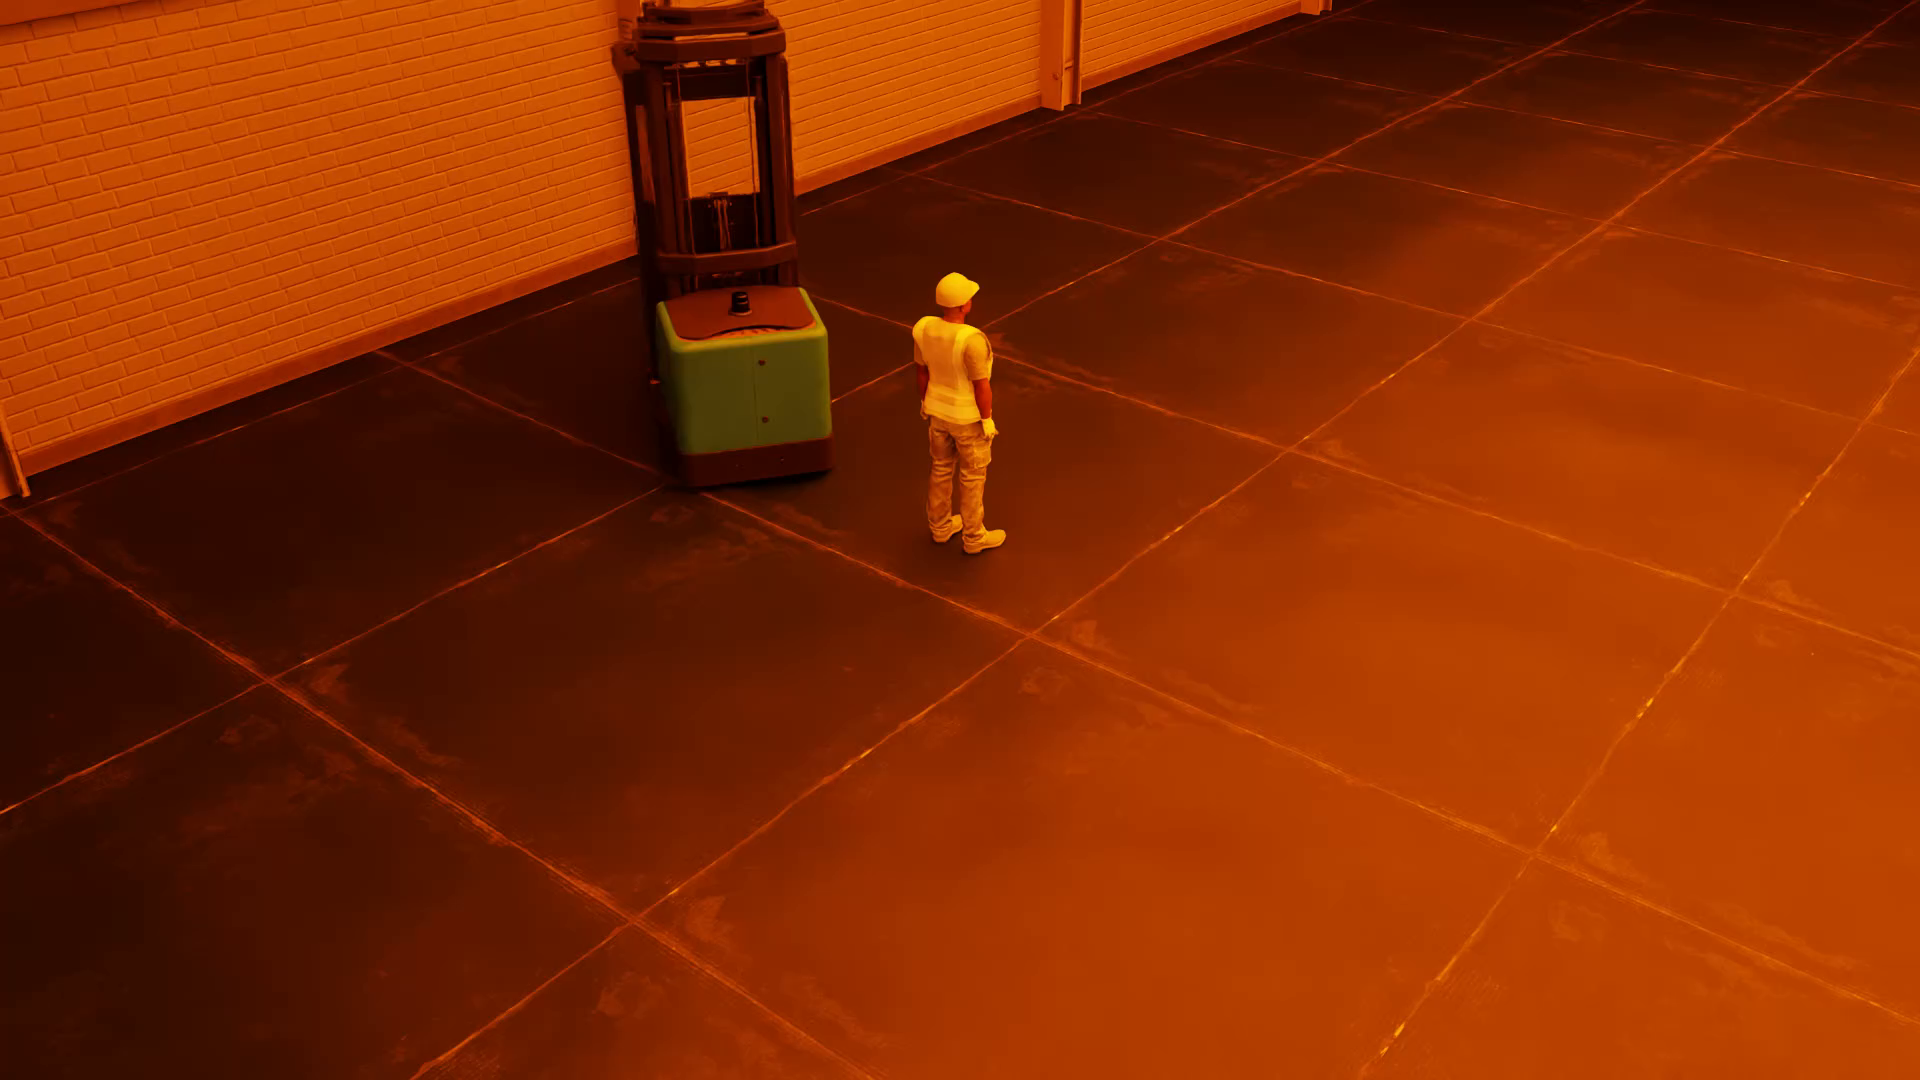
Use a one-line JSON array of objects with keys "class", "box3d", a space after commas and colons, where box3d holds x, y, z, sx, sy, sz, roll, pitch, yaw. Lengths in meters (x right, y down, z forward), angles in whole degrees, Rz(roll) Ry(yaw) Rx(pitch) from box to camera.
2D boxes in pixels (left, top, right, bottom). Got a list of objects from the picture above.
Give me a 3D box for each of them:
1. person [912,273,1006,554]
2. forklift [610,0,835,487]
[{"class": "person", "box3d": [-0.006, -0.776, 10.059, 0.542, 1.789, 0.382, 22, 37, 33]}, {"class": "forklift", "box3d": [-1.742, -2.344, 11.606, 1.130, 2.935, 3.031, -8, 31, -14]}]
